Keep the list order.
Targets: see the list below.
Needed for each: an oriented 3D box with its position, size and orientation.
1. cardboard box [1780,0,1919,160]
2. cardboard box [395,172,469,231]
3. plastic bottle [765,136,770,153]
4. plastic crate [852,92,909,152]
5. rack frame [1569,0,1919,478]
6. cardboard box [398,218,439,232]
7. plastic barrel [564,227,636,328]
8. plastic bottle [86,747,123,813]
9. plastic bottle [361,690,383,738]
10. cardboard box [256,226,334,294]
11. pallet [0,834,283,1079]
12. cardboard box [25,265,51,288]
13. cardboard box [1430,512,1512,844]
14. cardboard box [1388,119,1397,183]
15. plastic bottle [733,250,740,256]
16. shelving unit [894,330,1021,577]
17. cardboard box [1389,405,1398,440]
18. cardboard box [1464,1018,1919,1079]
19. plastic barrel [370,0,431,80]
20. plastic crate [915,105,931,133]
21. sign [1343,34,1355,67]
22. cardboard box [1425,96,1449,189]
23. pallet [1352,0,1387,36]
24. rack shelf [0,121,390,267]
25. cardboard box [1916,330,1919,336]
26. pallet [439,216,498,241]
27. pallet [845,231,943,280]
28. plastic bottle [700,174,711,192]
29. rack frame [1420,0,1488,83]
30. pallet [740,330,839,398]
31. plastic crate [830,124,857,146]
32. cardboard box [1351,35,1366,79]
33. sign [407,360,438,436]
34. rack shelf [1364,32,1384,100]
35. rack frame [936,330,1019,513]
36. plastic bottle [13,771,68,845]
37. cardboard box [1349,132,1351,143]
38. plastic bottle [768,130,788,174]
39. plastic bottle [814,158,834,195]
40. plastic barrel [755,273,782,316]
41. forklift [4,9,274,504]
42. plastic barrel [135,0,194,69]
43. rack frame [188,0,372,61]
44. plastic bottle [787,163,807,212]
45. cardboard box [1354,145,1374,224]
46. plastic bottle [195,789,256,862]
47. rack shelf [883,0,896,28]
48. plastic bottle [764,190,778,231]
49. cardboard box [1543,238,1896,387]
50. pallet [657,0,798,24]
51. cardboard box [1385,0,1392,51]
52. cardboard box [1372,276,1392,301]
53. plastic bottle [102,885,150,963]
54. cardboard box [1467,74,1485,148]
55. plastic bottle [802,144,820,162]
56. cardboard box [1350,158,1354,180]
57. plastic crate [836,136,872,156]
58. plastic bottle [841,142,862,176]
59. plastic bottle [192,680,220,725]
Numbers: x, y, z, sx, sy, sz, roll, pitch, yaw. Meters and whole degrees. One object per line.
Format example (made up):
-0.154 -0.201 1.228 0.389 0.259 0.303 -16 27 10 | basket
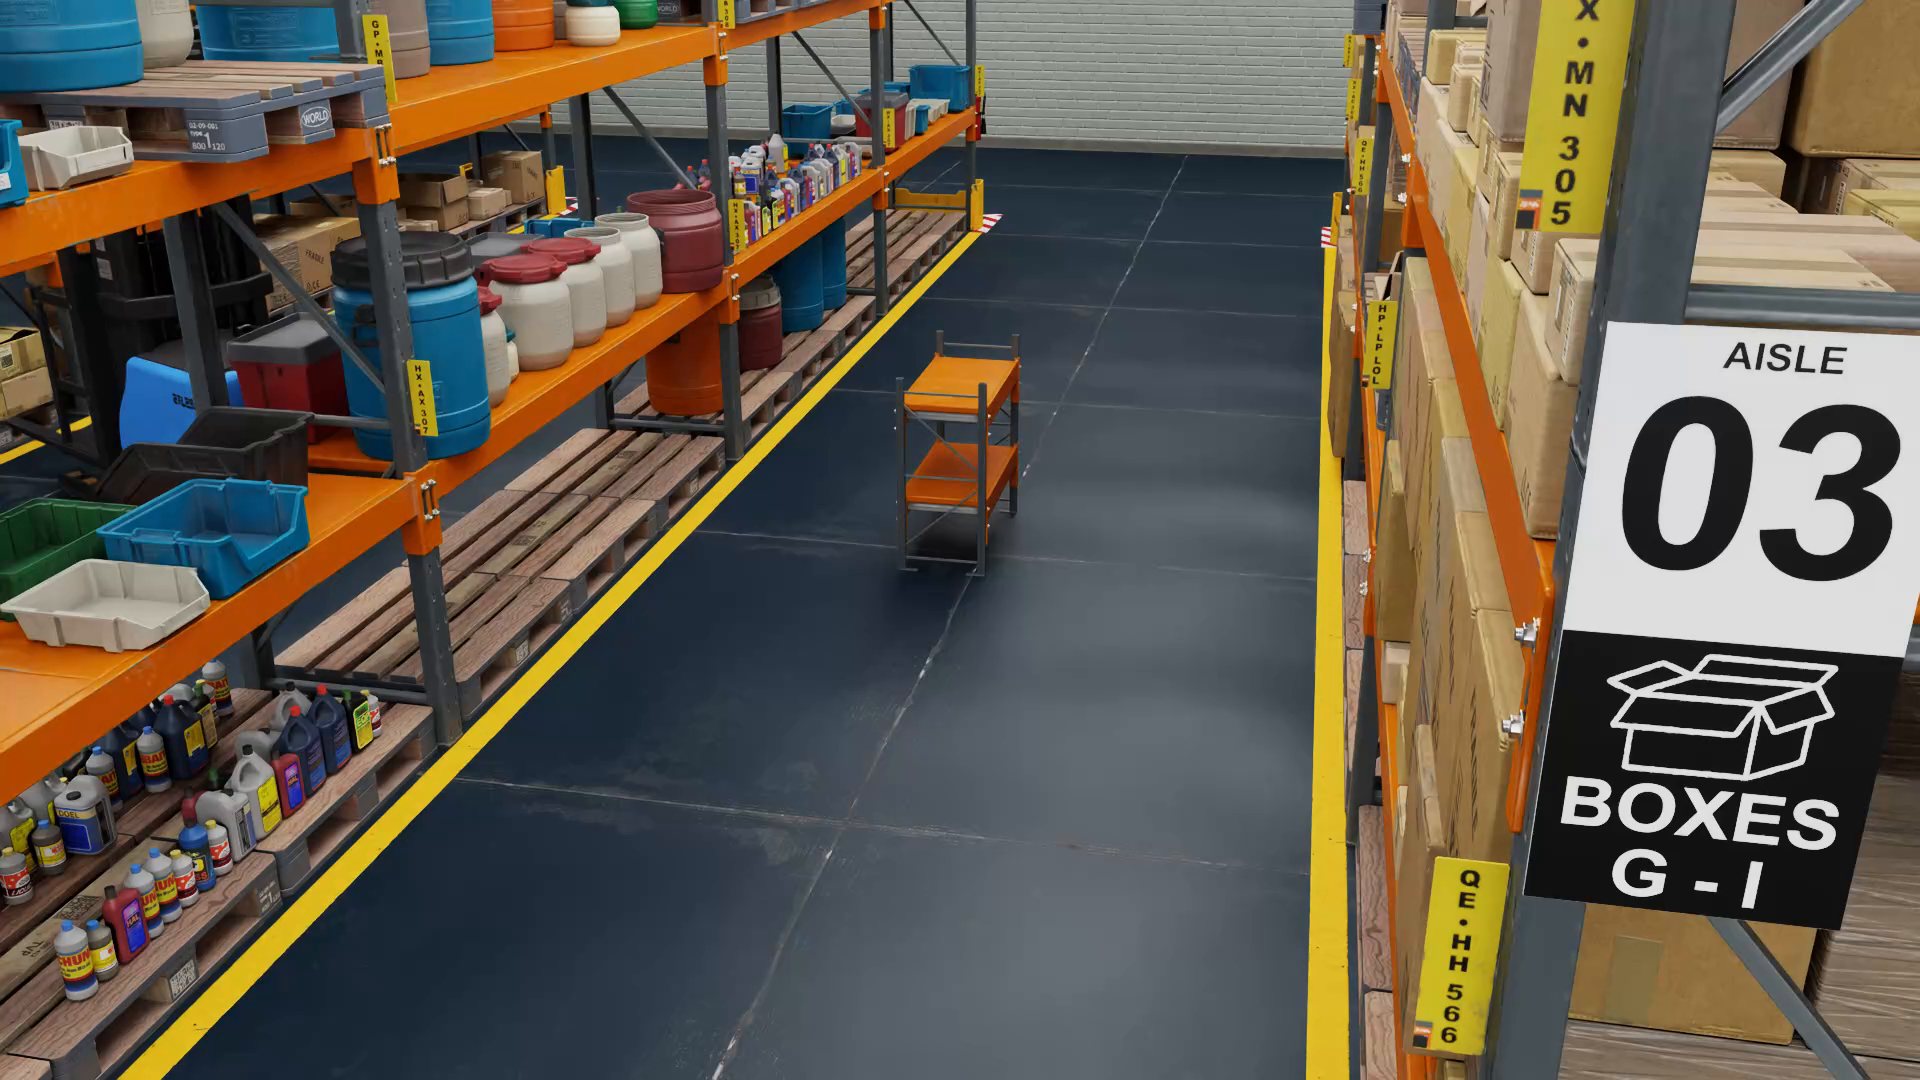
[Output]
1.821 -0.998 3.100 0.500 0.500 0.500 4 22 11 | cardboard box
-5.616 -3.547 17.398 0.797 0.503 0.637 4 22 11 | cardboard box
-1.639 -3.279 14.135 0.061 0.283 0.133 4 22 11 | plastic bottle
-0.718 -3.799 15.106 0.402 0.464 0.583 4 22 11 | plastic crate
1.254 -1.451 1.411 1.000 3.000 0.127 4 22 11 | rack frame
-5.530 -3.157 16.882 0.380 0.166 0.250 4 22 11 | cardboard box
-2.049 -1.477 9.356 0.421 0.512 0.421 0 22 0 | plastic barrel
-3.381 0.942 6.562 0.097 0.271 0.097 0 22 0 | plastic bottle
-2.547 0.742 7.153 0.097 0.201 0.097 0 22 0 | plastic bottle
-5.924 -2.475 14.742 0.500 0.500 0.500 5 22 11 | cardboard box
-3.203 1.475 5.909 1.003 0.211 1.213 4 22 11 | pallet
-6.842 -2.124 12.865 0.500 0.250 0.500 5 23 13 | cardboard box
1.221 0.280 3.272 0.500 0.500 0.500 4 22 11 | cardboard box
3.187 -2.610 10.842 0.797 0.503 0.637 5 22 12 | cardboard box
-1.558 -2.048 11.088 0.152 0.276 0.135 4 22 11 | plastic bottle
0.001 -0.524 9.650 0.538 1.125 1.048 4 22 11 | shelving unit
1.918 -0.156 5.693 0.875 0.500 0.500 4 22 11 | cardboard box
1.393 0.948 2.951 0.875 0.500 0.500 4 22 11 | cardboard box
-2.754 -2.574 7.544 0.600 0.901 0.600 0 22 0 | plastic barrel
-0.498 -4.077 16.105 0.416 0.233 0.300 4 22 11 | plastic crate
3.977 -5.002 16.995 0.100 0.325 0.005 4 22 11 | sign
1.625 -1.114 4.790 0.500 0.250 0.500 4 22 10 | cardboard box
2.966 -3.137 9.866 1.213 0.211 1.003 6 23 13 | pallet
-3.187 -0.835 4.859 1.077 0.370 4.000 4 22 11 | rack shelf
1.605 -0.146 2.388 0.500 0.250 0.500 5 22 13 | cardboard box
-5.607 -3.218 17.562 1.003 0.211 1.213 4 22 11 | pallet
-0.787 -2.860 16.673 1.003 0.211 1.213 4 22 11 | pallet
-1.885 -2.572 12.382 0.061 0.283 0.133 4 22 11 | plastic bottle
2.070 -2.914 5.043 1.000 3.000 0.127 4 22 11 | rack frame
-1.591 -1.414 13.083 1.003 0.211 1.213 4 22 11 | pallet
-1.181 -3.764 15.473 0.437 0.125 0.590 4 22 11 | plastic crate
4.055 -4.598 16.054 0.500 0.500 0.500 4 22 10 | cardboard box
-2.242 -0.591 6.935 0.100 0.325 0.005 4 22 11 | sign
3.295 -3.383 11.186 1.077 0.370 4.000 4 22 11 | rack shelf
0.105 -0.710 10.111 0.500 1.125 0.032 4 22 11 | rack frame
-3.475 1.004 6.302 0.144 0.351 0.185 4 22 10 | plastic bottle
3.759 -3.640 15.212 0.380 0.149 0.250 5 22 12 | cardboard box
-1.543 -3.293 14.080 0.144 0.351 0.185 4 22 11 | plastic bottle
-1.088 -2.890 13.180 0.152 0.276 0.135 4 22 11 | plastic bottle
-1.621 -1.819 13.123 0.421 0.512 0.421 0 22 0 | plastic barrel
-5.071 -1.725 10.213 3.031 2.935 1.130 16 27 34 | forklift
-3.059 -2.004 6.088 0.421 0.512 0.421 0 22 0 | plastic barrel
-2.778 -3.291 5.980 1.000 3.000 0.127 4 22 11 | rack frame
-1.238 -2.648 12.478 0.144 0.351 0.185 4 22 11 | plastic bottle
3.160 -2.587 12.128 0.500 0.500 0.500 4 22 10 | cardboard box
-2.770 1.056 6.274 0.152 0.276 0.135 5 22 12 | plastic bottle
-0.738 -5.224 15.756 1.077 0.370 4.000 4 22 11 | rack shelf
-1.344 -2.350 11.830 0.061 0.283 0.133 4 22 11 | plastic bottle
1.005 -0.300 2.236 0.380 0.149 0.250 4 22 11 | cardboard box
-1.710 -3.548 10.885 1.003 0.211 1.213 4 22 11 | pallet
2.541 -2.763 8.885 0.500 0.250 0.500 5 22 12 | cardboard box
2.319 -1.124 8.267 0.500 0.250 0.500 4 22 9 | cardboard box
-2.856 1.290 5.684 0.061 0.283 0.133 5 22 12 | plastic bottle
1.473 -1.063 4.129 0.380 0.149 0.250 4 22 10 | cardboard box
-1.192 -2.994 13.338 0.144 0.351 0.185 4 22 11 | plastic bottle
3.444 -3.077 13.814 0.380 0.149 0.250 5 22 11 | cardboard box
-0.911 -3.499 14.799 0.396 0.136 0.243 4 22 11 | plastic crate
-0.910 -3.208 13.970 0.152 0.276 0.135 4 22 11 | plastic bottle
-3.293 0.706 7.243 0.097 0.201 0.097 0 22 0 | plastic bottle
